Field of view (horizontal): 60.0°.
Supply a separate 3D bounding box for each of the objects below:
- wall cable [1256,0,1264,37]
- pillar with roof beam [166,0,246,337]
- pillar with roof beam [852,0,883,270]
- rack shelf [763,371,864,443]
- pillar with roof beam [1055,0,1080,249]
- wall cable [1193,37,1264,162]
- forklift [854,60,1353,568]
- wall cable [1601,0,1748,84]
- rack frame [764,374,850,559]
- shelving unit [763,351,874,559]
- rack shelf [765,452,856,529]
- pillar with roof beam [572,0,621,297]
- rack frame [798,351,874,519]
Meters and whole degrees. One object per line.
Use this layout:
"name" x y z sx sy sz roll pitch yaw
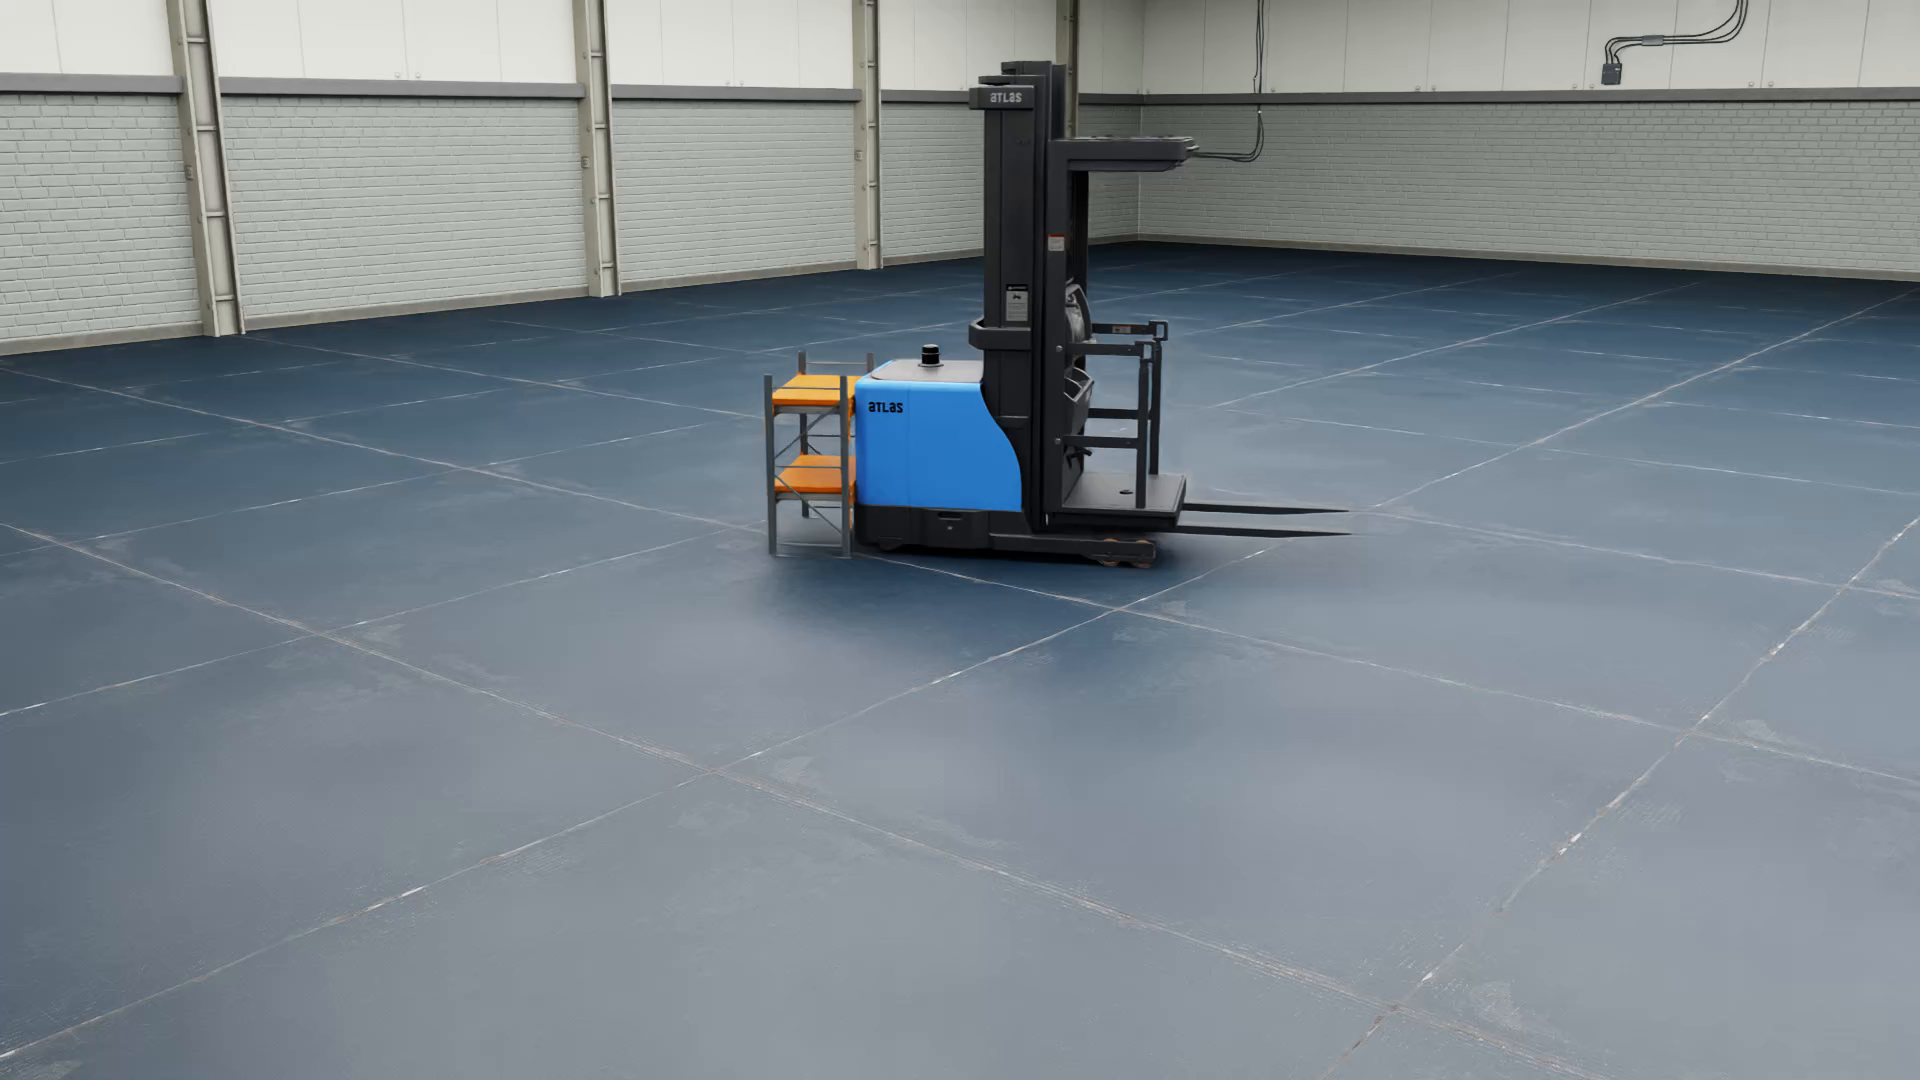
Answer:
"wall cable" 7.135 -11.256 32.703 3.097 2.526 0.112 11 18 38
"pillar with roof beam" -5.814 -6.259 16.983 9.100 9.000 0.400 11 18 38
"pillar with roof beam" 1.728 -8.557 26.029 9.100 9.000 0.400 11 18 38
"rack shelf" -0.867 -0.848 10.487 0.538 0.278 1.000 2 14 6
"pillar with roof beam" 5.499 -9.706 30.553 9.100 9.000 0.400 11 18 38
"wall cable" 5.031 -9.227 34.973 3.097 2.526 0.112 11 18 38
"forklift" 0.910 -1.395 10.163 3.031 2.935 1.130 3 15 11
"wall cable" 12.405 -10.908 28.377 2.305 6.003 0.169 11 18 38
"rack frame" -0.922 -0.440 10.069 0.500 1.125 0.032 2 14 6
"shelving unit" -0.867 -0.564 10.559 0.538 1.125 1.048 2 14 6
"rack shelf" -0.867 -0.327 10.619 0.538 0.278 1.000 2 14 6
"pillar with roof beam" -2.043 -7.408 21.506 9.100 9.000 0.400 11 18 38
"rack frame" -0.813 -0.688 11.049 0.500 1.125 0.032 2 14 6
